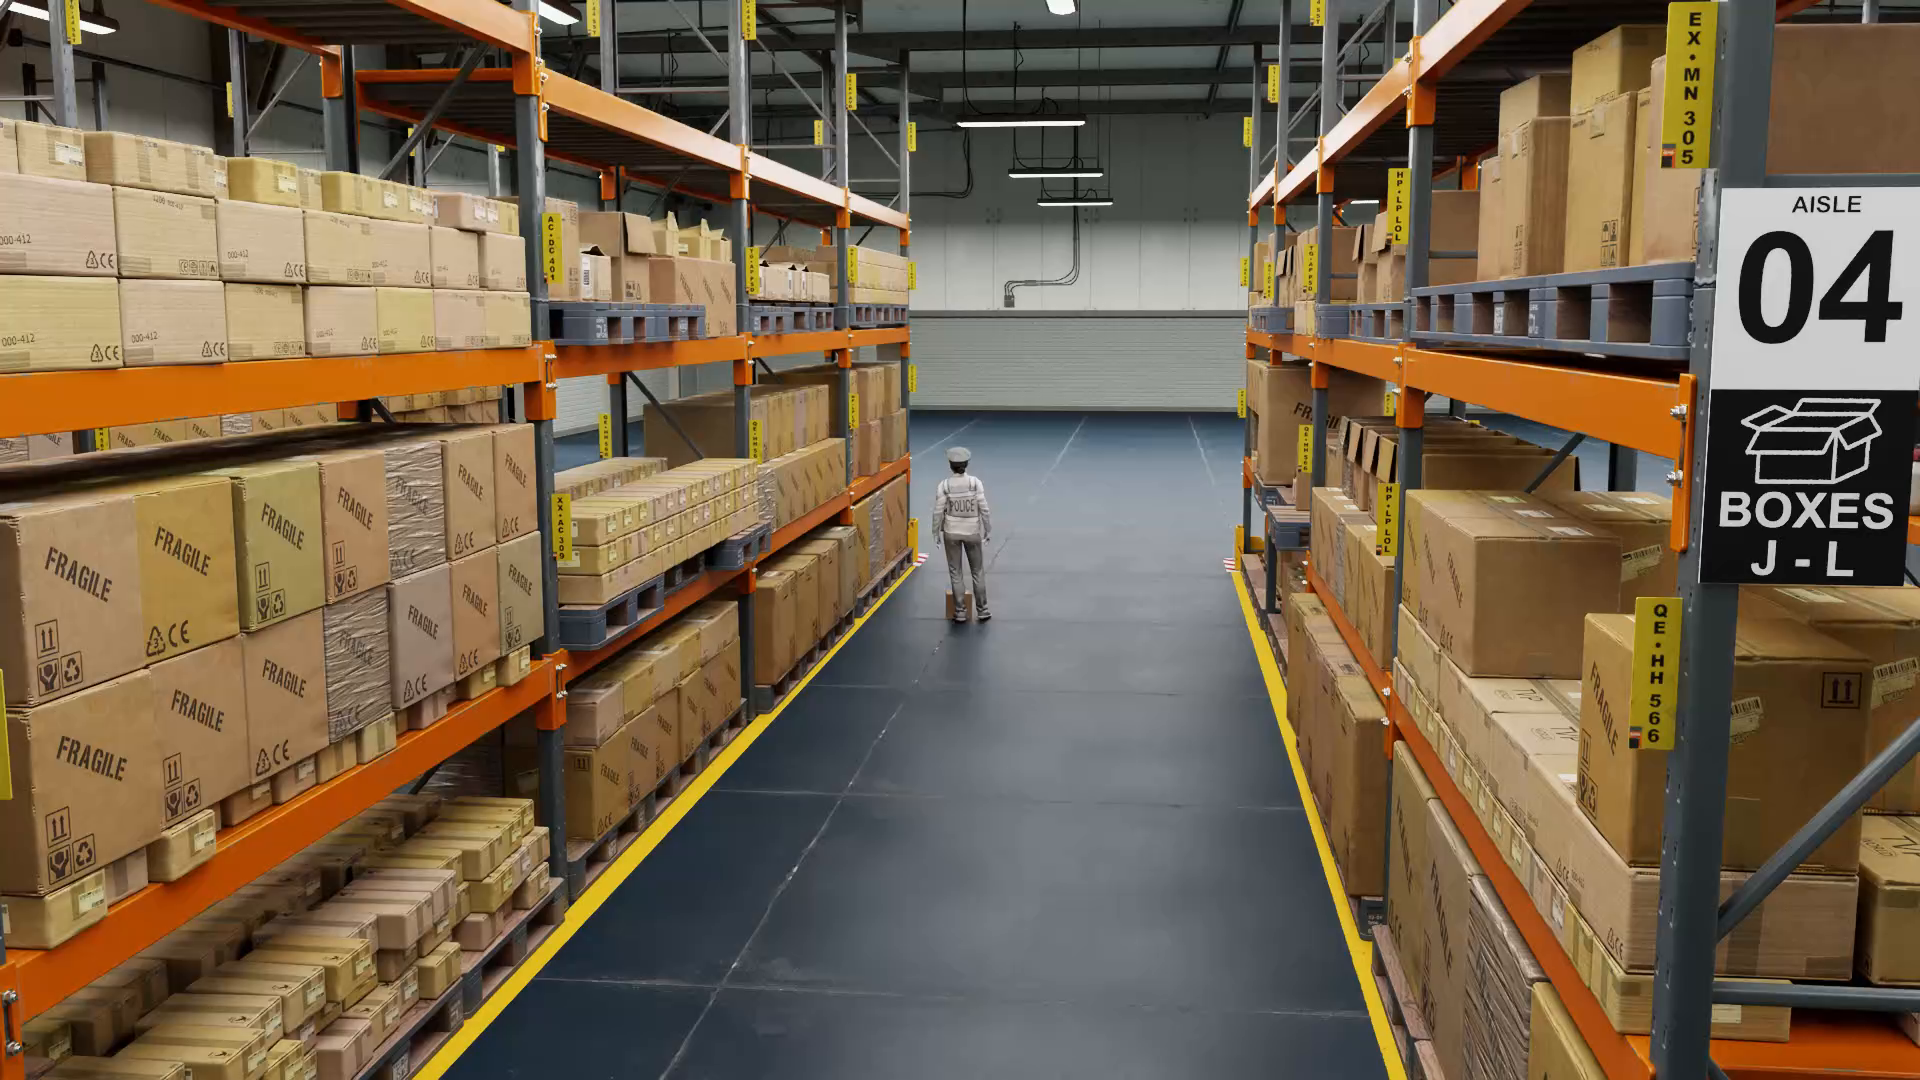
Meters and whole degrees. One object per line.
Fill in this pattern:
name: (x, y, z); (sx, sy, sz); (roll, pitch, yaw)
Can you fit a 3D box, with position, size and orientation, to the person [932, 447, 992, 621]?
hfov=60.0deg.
person: (0.019, -0.061, 16.061); (0.587, 1.696, 0.531); (0, 8, -1)
